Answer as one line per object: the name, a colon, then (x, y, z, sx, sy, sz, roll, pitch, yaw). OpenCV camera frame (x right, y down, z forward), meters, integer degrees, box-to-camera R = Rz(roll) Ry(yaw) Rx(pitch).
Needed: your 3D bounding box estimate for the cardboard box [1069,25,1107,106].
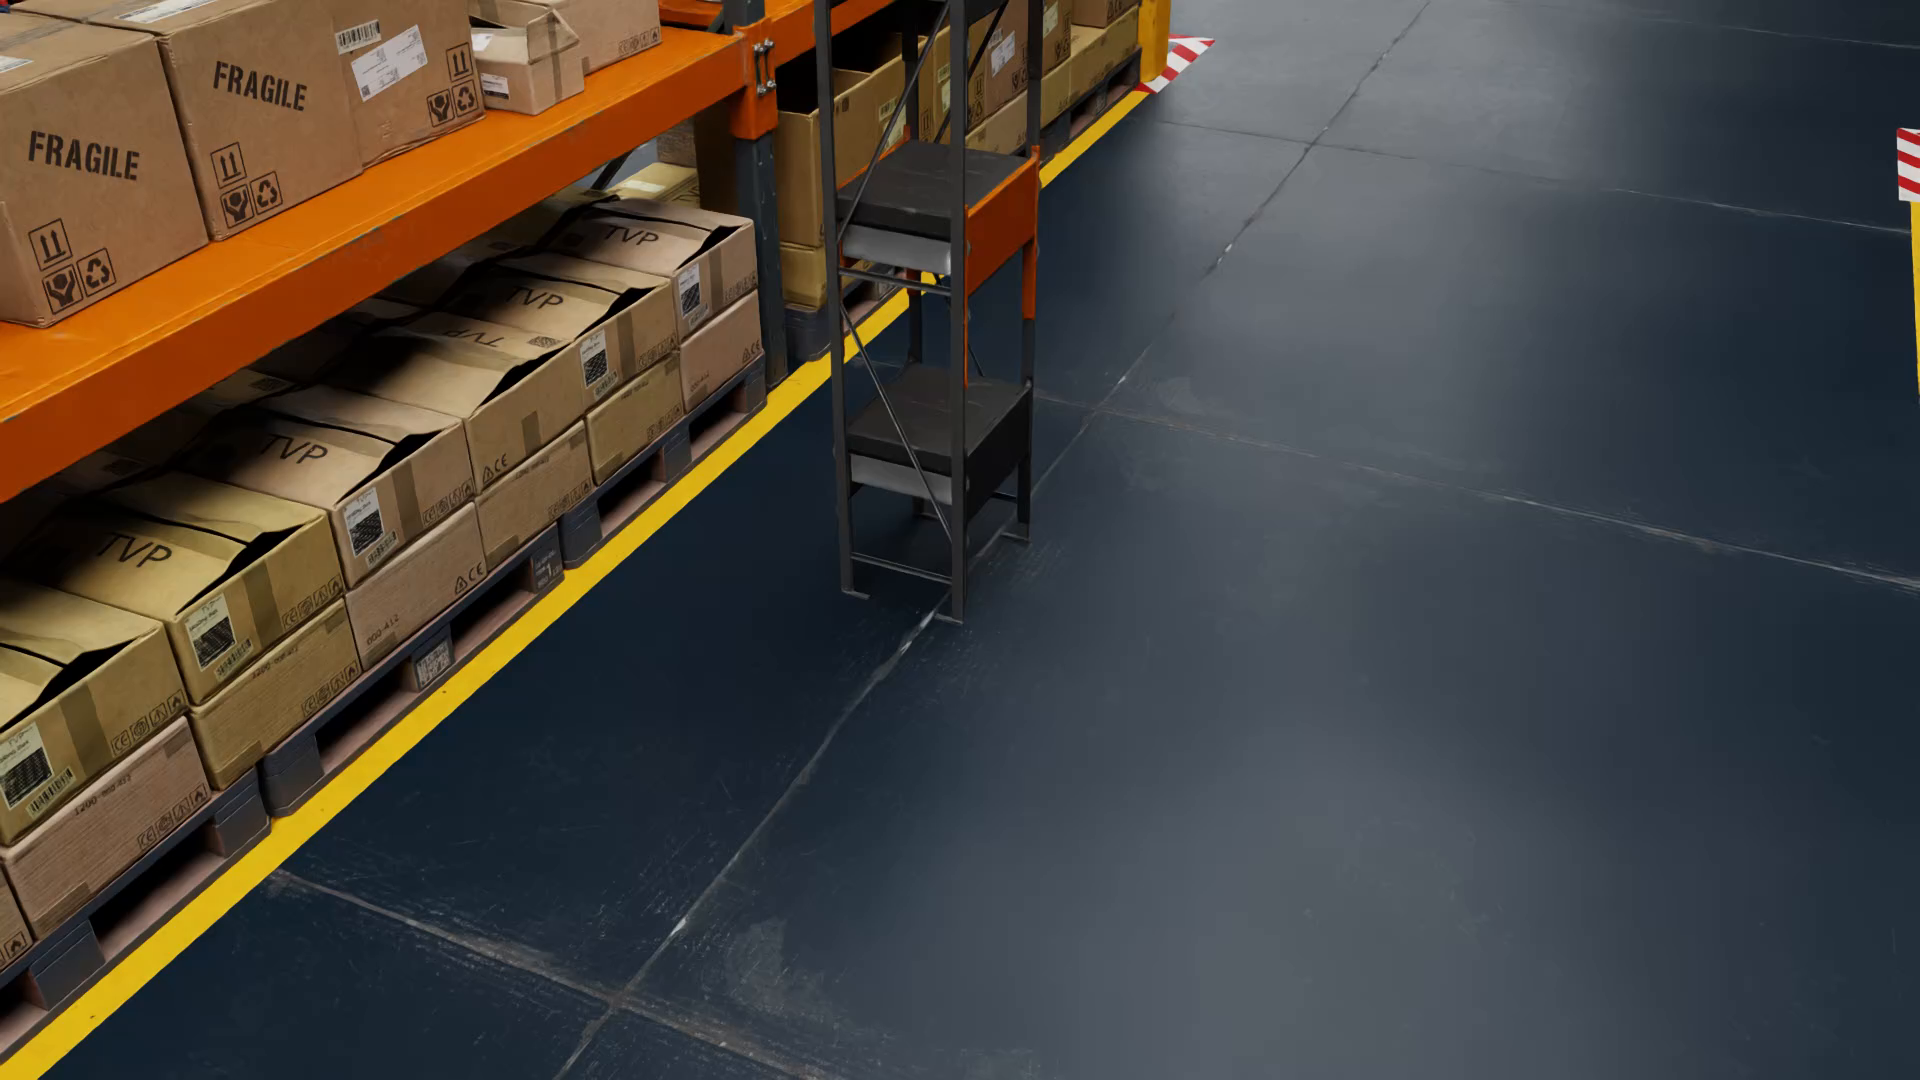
cardboard box: (0.404, -2.377, 8.264, 0.500, 0.250, 0.500, 14, 36, 20)

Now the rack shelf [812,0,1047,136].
rack shelf: (-0.069, -1.370, 4.172, 0.431, 0.518, 0.480, 14, 36, 20)

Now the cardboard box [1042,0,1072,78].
cardboard box: (0.199, -2.440, 7.677, 0.500, 0.500, 0.500, 14, 36, 20)

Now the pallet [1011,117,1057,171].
pallet: (-0.235, -1.776, 7.766, 1.003, 0.211, 1.213, 14, 36, 20)

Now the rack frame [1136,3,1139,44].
rack frame: (0.558, -3.938, 8.520, 1.000, 3.000, 0.127, 14, 36, 20)

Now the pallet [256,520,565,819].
pallet: (-1.897, 0.206, 4.743, 1.003, 0.211, 1.213, 14, 36, 20)

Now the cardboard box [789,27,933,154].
cardboard box: (-0.435, -1.695, 6.540, 0.500, 0.500, 0.500, 14, 36, 20)

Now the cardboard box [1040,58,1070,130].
cardboard box: (0.196, -2.128, 7.884, 0.500, 0.250, 0.500, 14, 36, 20)

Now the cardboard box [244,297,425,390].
cardboard box: (-1.944, -0.551, 4.968, 0.500, 0.311, 0.500, 13, 35, 19)

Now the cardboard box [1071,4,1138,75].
cardboard box: (0.602, -2.629, 8.648, 0.500, 0.250, 0.500, 14, 36, 20)

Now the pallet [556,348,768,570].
pallet: (-1.388, -0.404, 5.673, 1.003, 0.211, 1.213, 14, 36, 20)

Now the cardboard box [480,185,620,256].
cardboard box: (-1.514, -1.057, 5.740, 0.500, 0.311, 0.500, 14, 36, 21)

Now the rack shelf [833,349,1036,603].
rack shelf: (-0.069, -0.199, 4.940, 0.431, 0.518, 0.480, 14, 36, 20)

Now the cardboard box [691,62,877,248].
cardboard box: (-0.637, -1.444, 6.158, 0.500, 0.500, 0.500, 14, 36, 20)

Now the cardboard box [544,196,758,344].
cardboard box: (-1.024, -0.939, 5.559, 0.500, 0.311, 0.500, 14, 36, 20)

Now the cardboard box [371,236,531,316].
cardboard box: (-1.729, -0.809, 5.362, 0.500, 0.311, 0.500, 14, 36, 20)

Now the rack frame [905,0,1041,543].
rack frame: (0.033, -0.917, 4.734, 0.400, 2.100, 0.015, 14, 36, 20)

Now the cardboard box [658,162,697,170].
cardboard box: (-0.902, -1.499, 6.926, 0.500, 0.250, 0.500, 14, 36, 20)

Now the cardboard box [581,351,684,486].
cardboard box: (-1.239, -0.447, 5.321, 0.500, 0.250, 0.500, 14, 36, 20)

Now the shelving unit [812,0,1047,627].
shelving unit: (-0.069, -0.796, 4.549, 0.431, 2.100, 0.503, 14, 36, 20)

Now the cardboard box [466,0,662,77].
cardboard box: (-1.282, -1.628, 5.134, 0.500, 0.250, 0.500, 17, 37, 23)

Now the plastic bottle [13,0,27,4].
plastic bottle: (-5.208, -2.989, 9.223, 0.097, 0.201, 0.097, 0, 33, 0)

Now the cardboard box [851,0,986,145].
cardboard box: (-0.219, -1.942, 6.917, 0.500, 0.500, 0.500, 14, 36, 20)

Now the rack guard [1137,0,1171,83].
rack guard: (0.568, -2.905, 9.224, 1.175, 0.500, 0.348, 14, 36, 20)

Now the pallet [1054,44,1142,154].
pallet: (0.276, -2.381, 8.689, 1.003, 0.211, 1.213, 14, 36, 20)

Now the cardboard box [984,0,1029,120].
cardboard box: (-0.011, -2.192, 7.298, 0.500, 0.500, 0.500, 14, 36, 20)

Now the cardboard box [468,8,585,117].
cardboard box: (-1.316, -1.409, 4.787, 0.396, 0.266, 0.258, 13, 36, 19)

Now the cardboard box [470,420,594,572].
cardboard box: (-1.452, -0.192, 4.932, 0.500, 0.250, 0.500, 15, 36, 22)

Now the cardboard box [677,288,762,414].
cardboard box: (-1.025, -0.698, 5.704, 0.500, 0.250, 0.500, 14, 36, 20)

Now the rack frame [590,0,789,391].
rack frame: (-1.115, -1.946, 5.482, 1.000, 3.000, 0.127, 14, 36, 20)

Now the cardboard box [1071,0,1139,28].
cardboard box: (0.604, -2.942, 8.442, 0.500, 0.500, 0.500, 14, 36, 20)

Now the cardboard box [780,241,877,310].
cardboard box: (-0.646, -1.133, 6.367, 0.500, 0.250, 0.500, 14, 36, 20)

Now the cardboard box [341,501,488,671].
cardboard box: (-1.667, 0.061, 4.546, 0.500, 0.250, 0.500, 15, 36, 21)

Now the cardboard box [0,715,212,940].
cardboard box: (-2.093, 0.577, 3.760, 0.500, 0.250, 0.500, 13, 35, 19)

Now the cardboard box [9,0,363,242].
cardboard box: (-1.881, -1.097, 4.096, 0.500, 0.500, 0.500, 14, 36, 21)

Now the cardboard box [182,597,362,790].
cardboard box: (-1.881, 0.316, 4.157, 0.500, 0.250, 0.500, 13, 36, 19)

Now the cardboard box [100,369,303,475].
cardboard box: (-2.156, -0.291, 4.572, 0.500, 0.311, 0.500, 15, 36, 22)

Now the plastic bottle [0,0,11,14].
plastic bottle: (-4.819, -2.561, 8.435, 0.144, 0.351, 0.185, 13, 35, 18)

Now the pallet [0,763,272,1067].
pallet: (-2.409, 0.812, 3.820, 1.003, 0.211, 1.213, 14, 36, 20)

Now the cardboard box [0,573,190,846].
cardboard box: (-2.091, 0.329, 3.626, 0.500, 0.311, 0.500, 13, 36, 19)

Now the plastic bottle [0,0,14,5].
plastic bottle: (-5.251, -2.966, 9.125, 0.097, 0.271, 0.097, 0, 33, 0)

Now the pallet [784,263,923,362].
pallet: (-0.745, -1.166, 6.836, 1.003, 0.211, 1.213, 14, 36, 20)

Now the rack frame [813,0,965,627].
rack frame: (-0.171, -0.674, 4.363, 0.400, 2.100, 0.015, 14, 36, 20)

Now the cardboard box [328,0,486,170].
cardboard box: (-1.672, -1.346, 4.477, 0.500, 0.500, 0.500, 17, 37, 24)

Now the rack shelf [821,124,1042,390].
rack shelf: (-0.069, -0.784, 4.556, 0.431, 0.518, 0.480, 14, 36, 20)

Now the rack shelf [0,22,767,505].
rack shelf: (-1.952, -0.649, 4.160, 1.077, 0.370, 4.000, 14, 36, 20)

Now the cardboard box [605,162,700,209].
cardboard box: (-1.120, -1.253, 6.549, 0.500, 0.250, 0.500, 14, 36, 20)

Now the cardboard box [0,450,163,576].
cardboard box: (-2.368, -0.042, 4.192, 0.500, 0.311, 0.500, 14, 36, 20)

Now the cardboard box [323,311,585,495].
cardboard box: (-1.447, -0.430, 4.783, 0.500, 0.311, 0.500, 14, 36, 20)

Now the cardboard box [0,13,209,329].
cardboard box: (-2.102, -0.835, 3.696, 0.500, 0.500, 0.500, 12, 35, 18)

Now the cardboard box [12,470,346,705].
cardboard box: (-1.875, 0.076, 4.012, 0.500, 0.311, 0.500, 13, 35, 19)

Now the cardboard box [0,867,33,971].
cardboard box: (-2.303, 0.827, 3.377, 0.500, 0.250, 0.500, 14, 36, 20)

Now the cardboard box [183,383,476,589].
cardboard box: (-1.661, -0.180, 4.403, 0.500, 0.311, 0.500, 14, 36, 20)

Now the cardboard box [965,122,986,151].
cardboard box: (-0.218, -1.629, 7.123, 0.500, 0.250, 0.500, 14, 36, 20)

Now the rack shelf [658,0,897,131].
rack shelf: (-0.279, -2.641, 7.198, 1.077, 0.370, 4.000, 14, 36, 20)

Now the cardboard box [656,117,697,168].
cardboard box: (-0.900, -1.813, 6.719, 0.500, 0.500, 0.500, 14, 36, 20)

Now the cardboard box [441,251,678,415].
cardboard box: (-1.236, -0.678, 5.162, 0.500, 0.311, 0.500, 15, 36, 22)

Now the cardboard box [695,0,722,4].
cardboard box: (-0.935, -2.210, 5.794, 0.700, 0.500, 0.500, 13, 36, 19)

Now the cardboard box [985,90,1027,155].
cardboard box: (-0.014, -1.879, 7.505, 0.500, 0.250, 0.500, 14, 36, 20)
